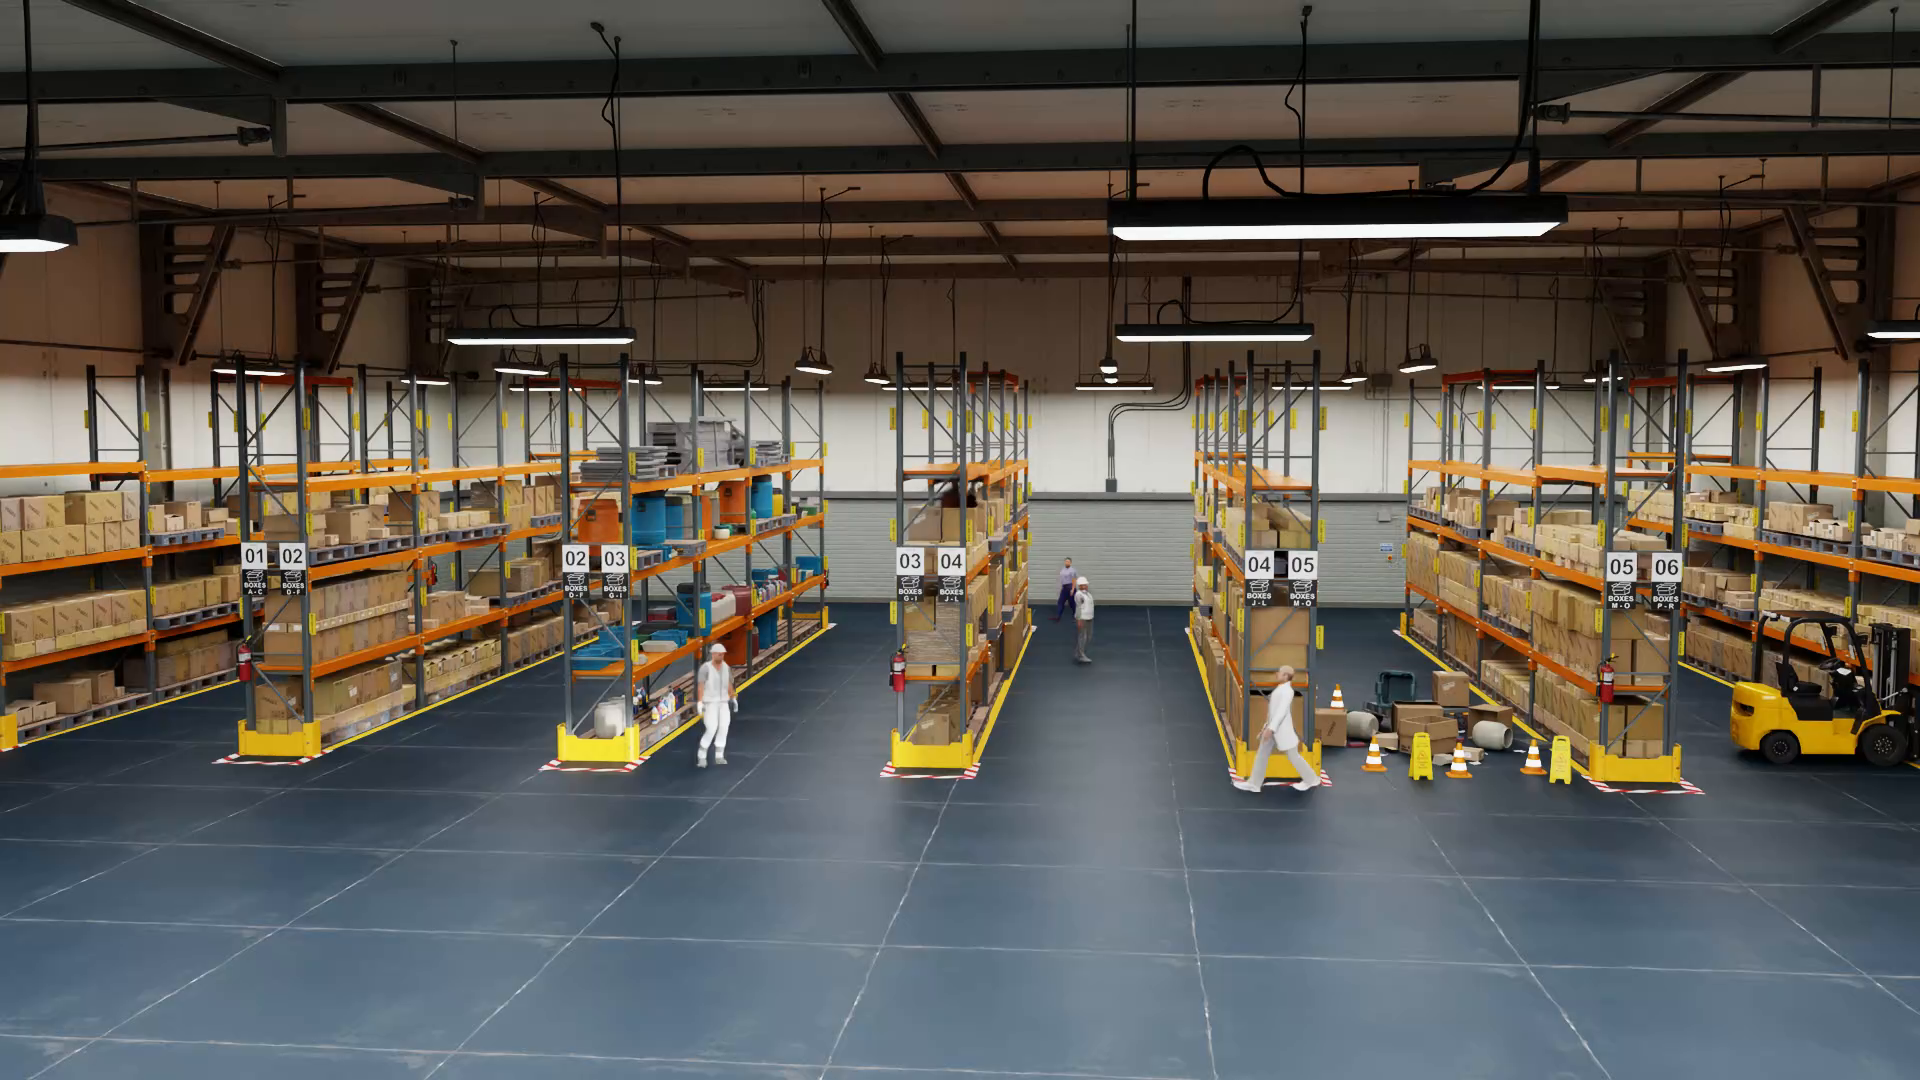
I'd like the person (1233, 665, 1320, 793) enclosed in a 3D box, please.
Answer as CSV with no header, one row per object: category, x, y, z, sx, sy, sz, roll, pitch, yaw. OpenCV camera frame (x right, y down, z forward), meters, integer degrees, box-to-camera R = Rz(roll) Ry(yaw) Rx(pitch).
person,4.295,2.547,22.364,1.119,1.731,0.546,-1,4,-18

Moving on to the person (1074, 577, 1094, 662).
person,2.580,1.649,34.769,0.453,1.777,0.590,2,5,31

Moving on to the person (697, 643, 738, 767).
person,-3.549,2.407,24.330,0.636,1.805,0.402,-4,6,-44

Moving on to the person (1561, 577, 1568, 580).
person,13.815,1.472,38.080,0.346,1.678,0.497,-1,4,-13

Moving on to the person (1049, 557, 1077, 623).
person,2.619,1.250,41.525,0.810,1.634,0.521,-1,4,-15
